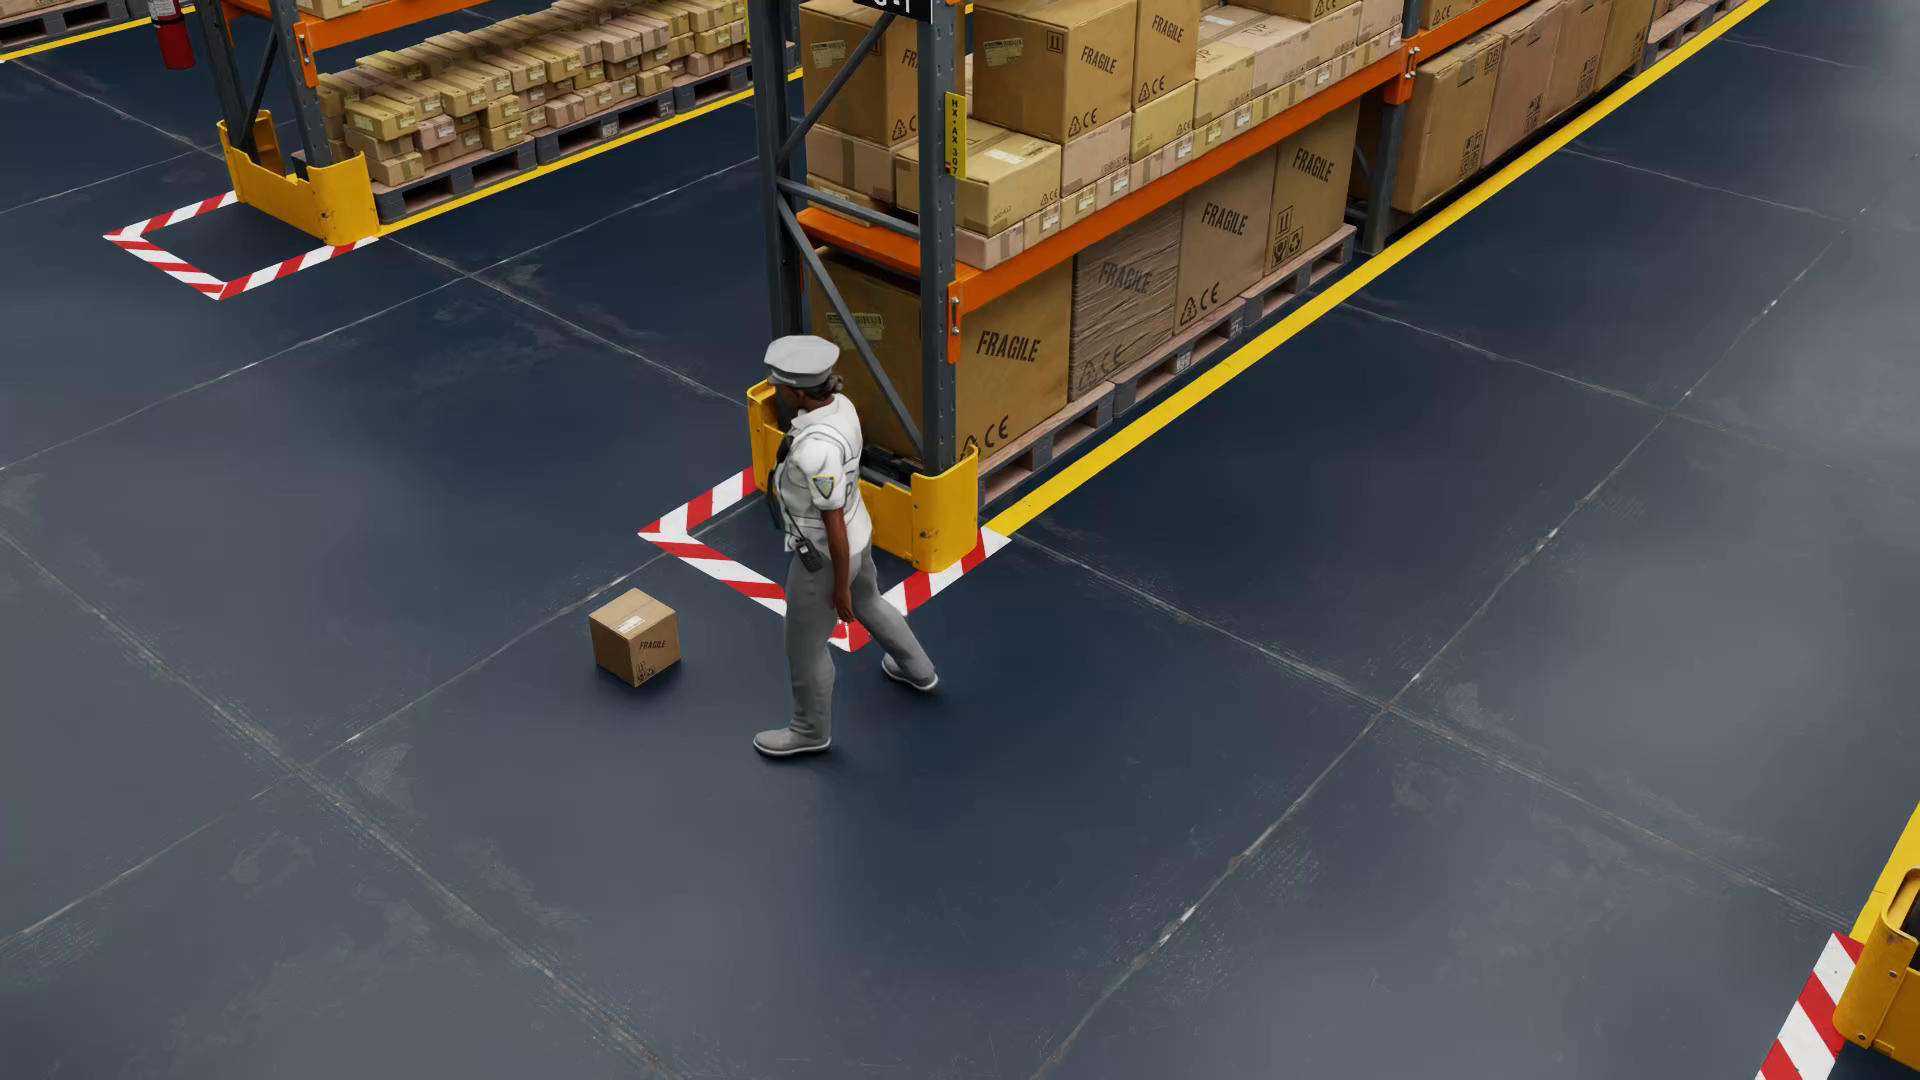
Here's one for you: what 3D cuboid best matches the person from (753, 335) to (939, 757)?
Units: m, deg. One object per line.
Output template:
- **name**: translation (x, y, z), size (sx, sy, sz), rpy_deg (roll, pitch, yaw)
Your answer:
- **person**: translation (-0.433, 0.010, 6.127), size (0.663, 1.639, 0.621), rpy_deg (4, 35, 6)
